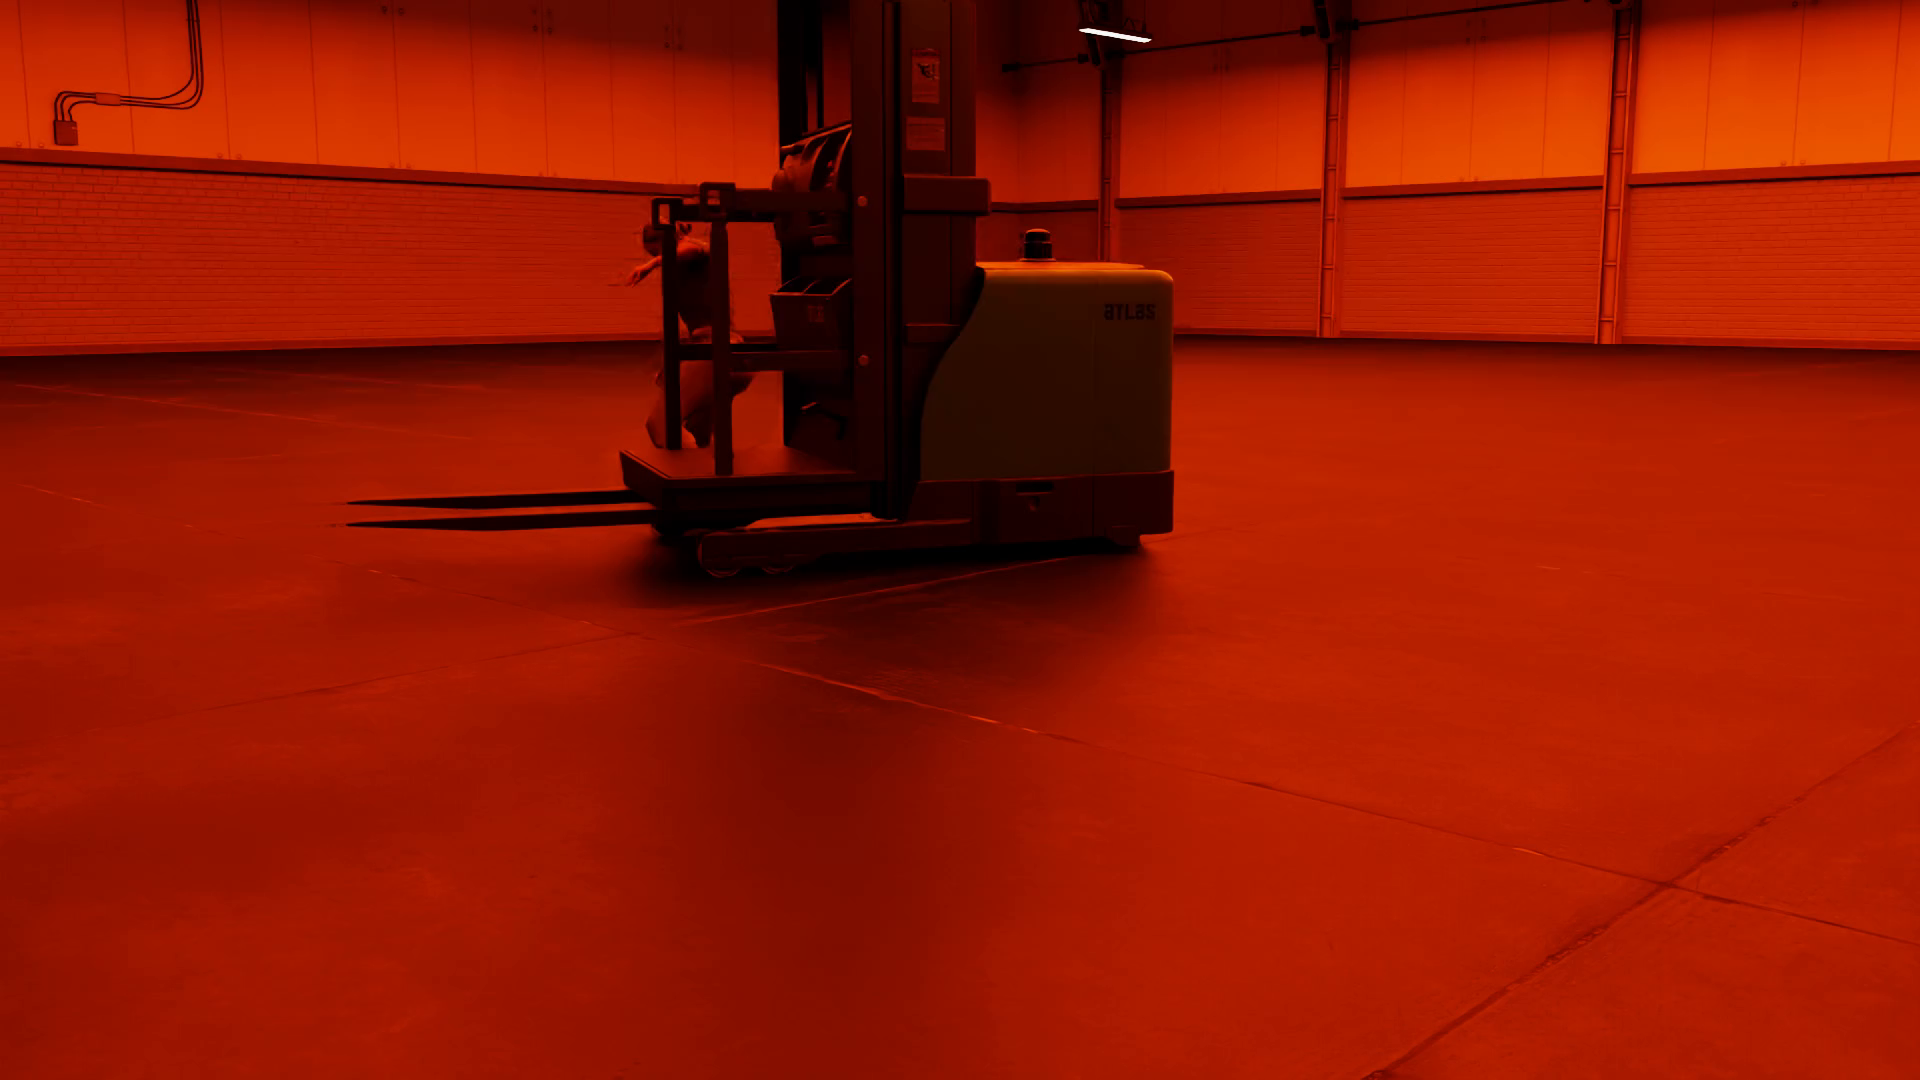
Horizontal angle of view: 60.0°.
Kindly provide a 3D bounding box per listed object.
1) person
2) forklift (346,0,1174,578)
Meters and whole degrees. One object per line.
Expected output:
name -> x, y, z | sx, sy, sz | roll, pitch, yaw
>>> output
person -> -1.260, -0.799, 7.582 | 0.715, 1.350, 1.189 | 2, 9, 15
forklift -> -0.743, -1.404, 6.200 | 3.031, 2.935, 1.130 | -3, 9, -19
